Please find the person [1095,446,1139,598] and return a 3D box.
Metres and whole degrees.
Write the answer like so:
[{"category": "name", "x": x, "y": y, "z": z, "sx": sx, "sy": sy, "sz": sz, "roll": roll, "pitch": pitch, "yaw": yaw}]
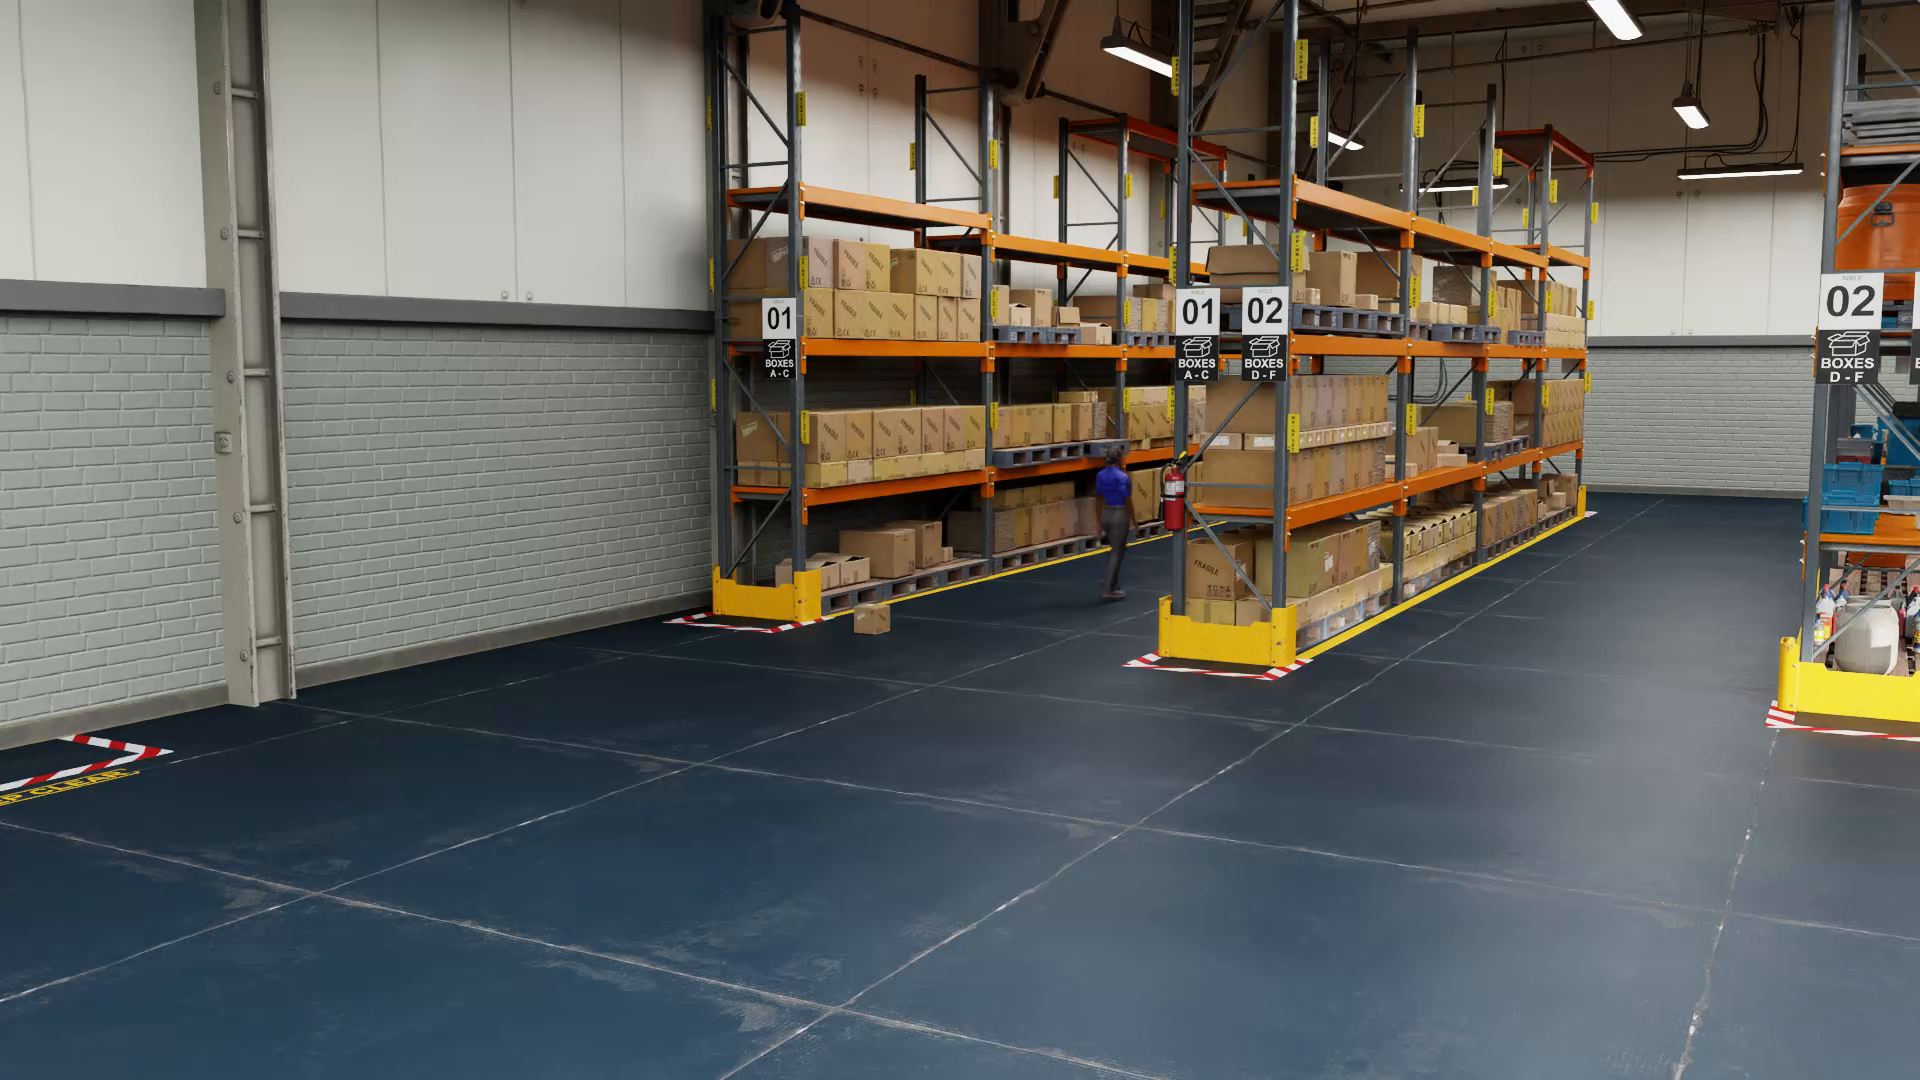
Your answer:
[{"category": "person", "x": 1.723, "y": -0.173, "z": 18.044, "sx": 0.470, "sy": 1.699, "sz": 0.445, "roll": -4, "pitch": 7, "yaw": -35}]
